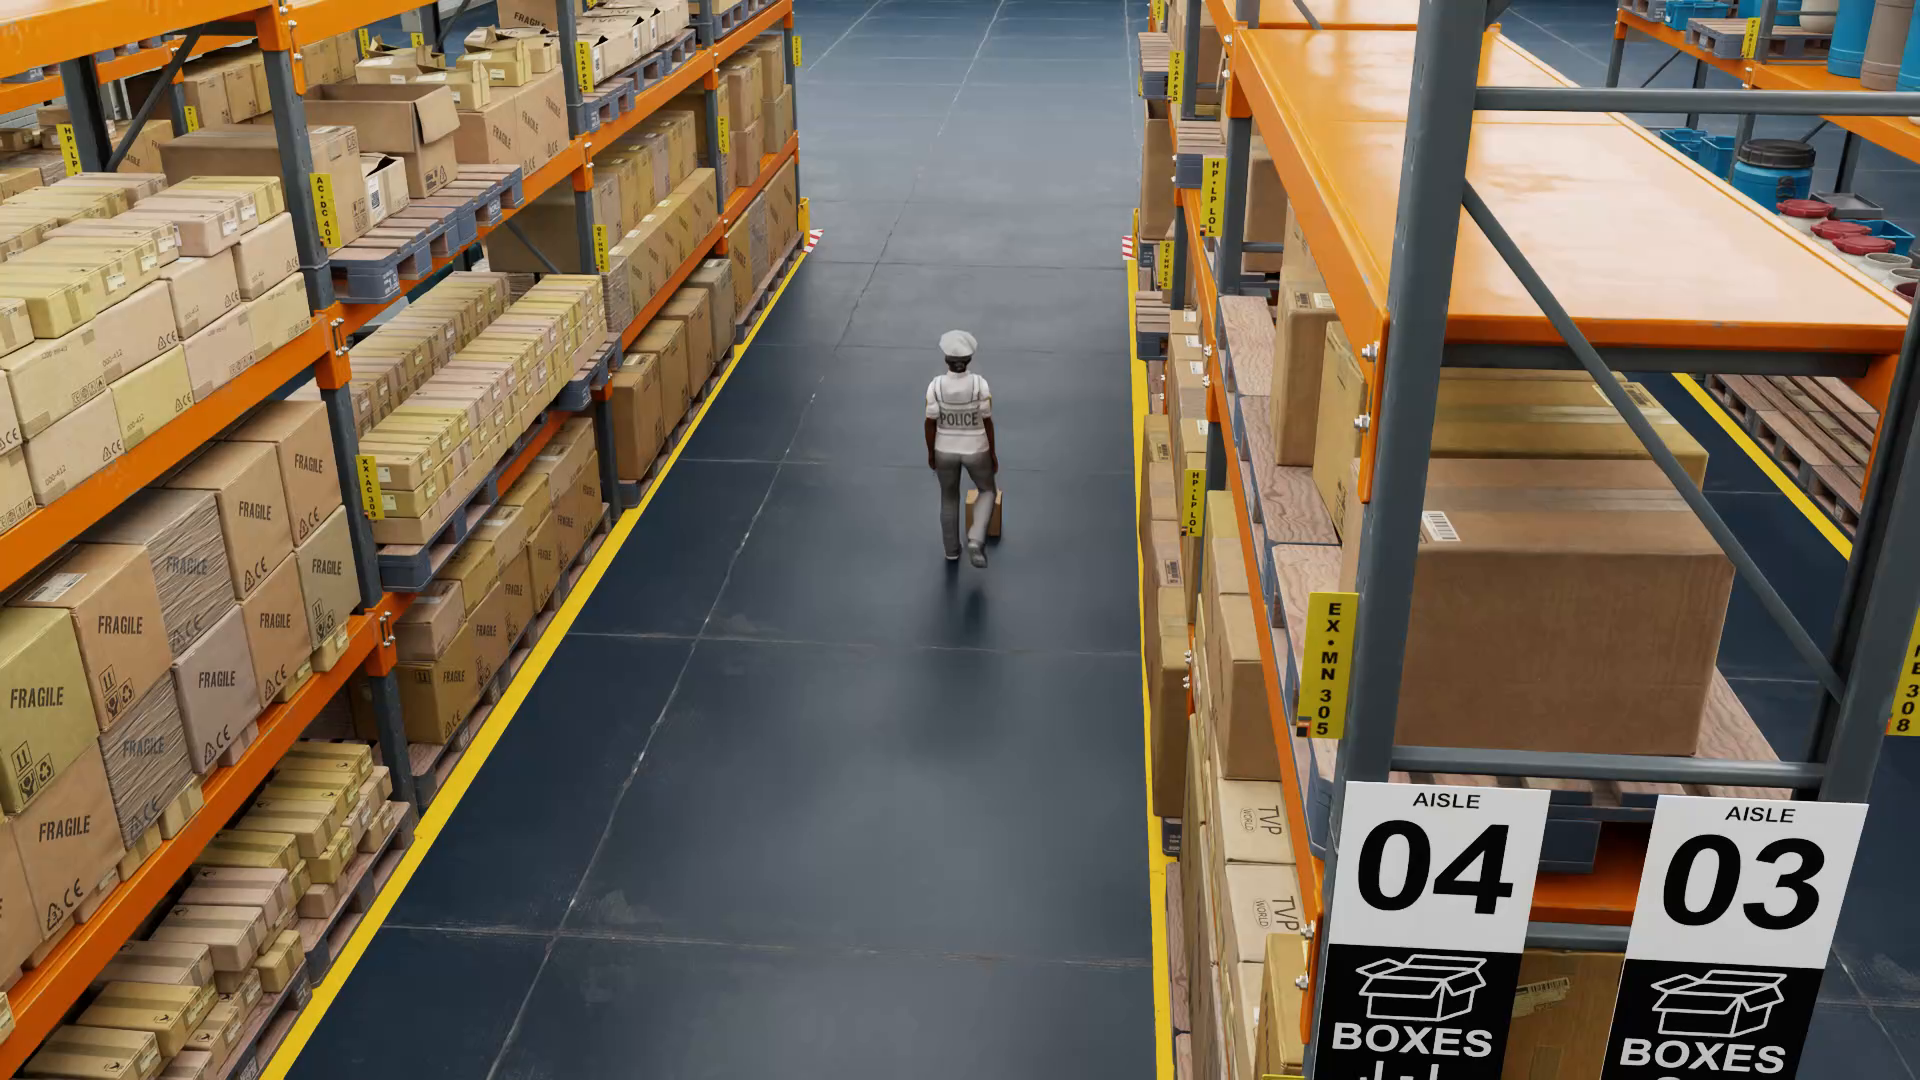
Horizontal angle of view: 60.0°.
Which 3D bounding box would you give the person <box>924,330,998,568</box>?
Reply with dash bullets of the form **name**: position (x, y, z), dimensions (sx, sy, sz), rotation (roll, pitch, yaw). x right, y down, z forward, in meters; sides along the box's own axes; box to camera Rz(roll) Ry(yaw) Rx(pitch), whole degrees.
- **person**: position (0.015, -0.610, 11.225), dimensions (0.496, 1.683, 0.583), rotation (3, 25, 5)
